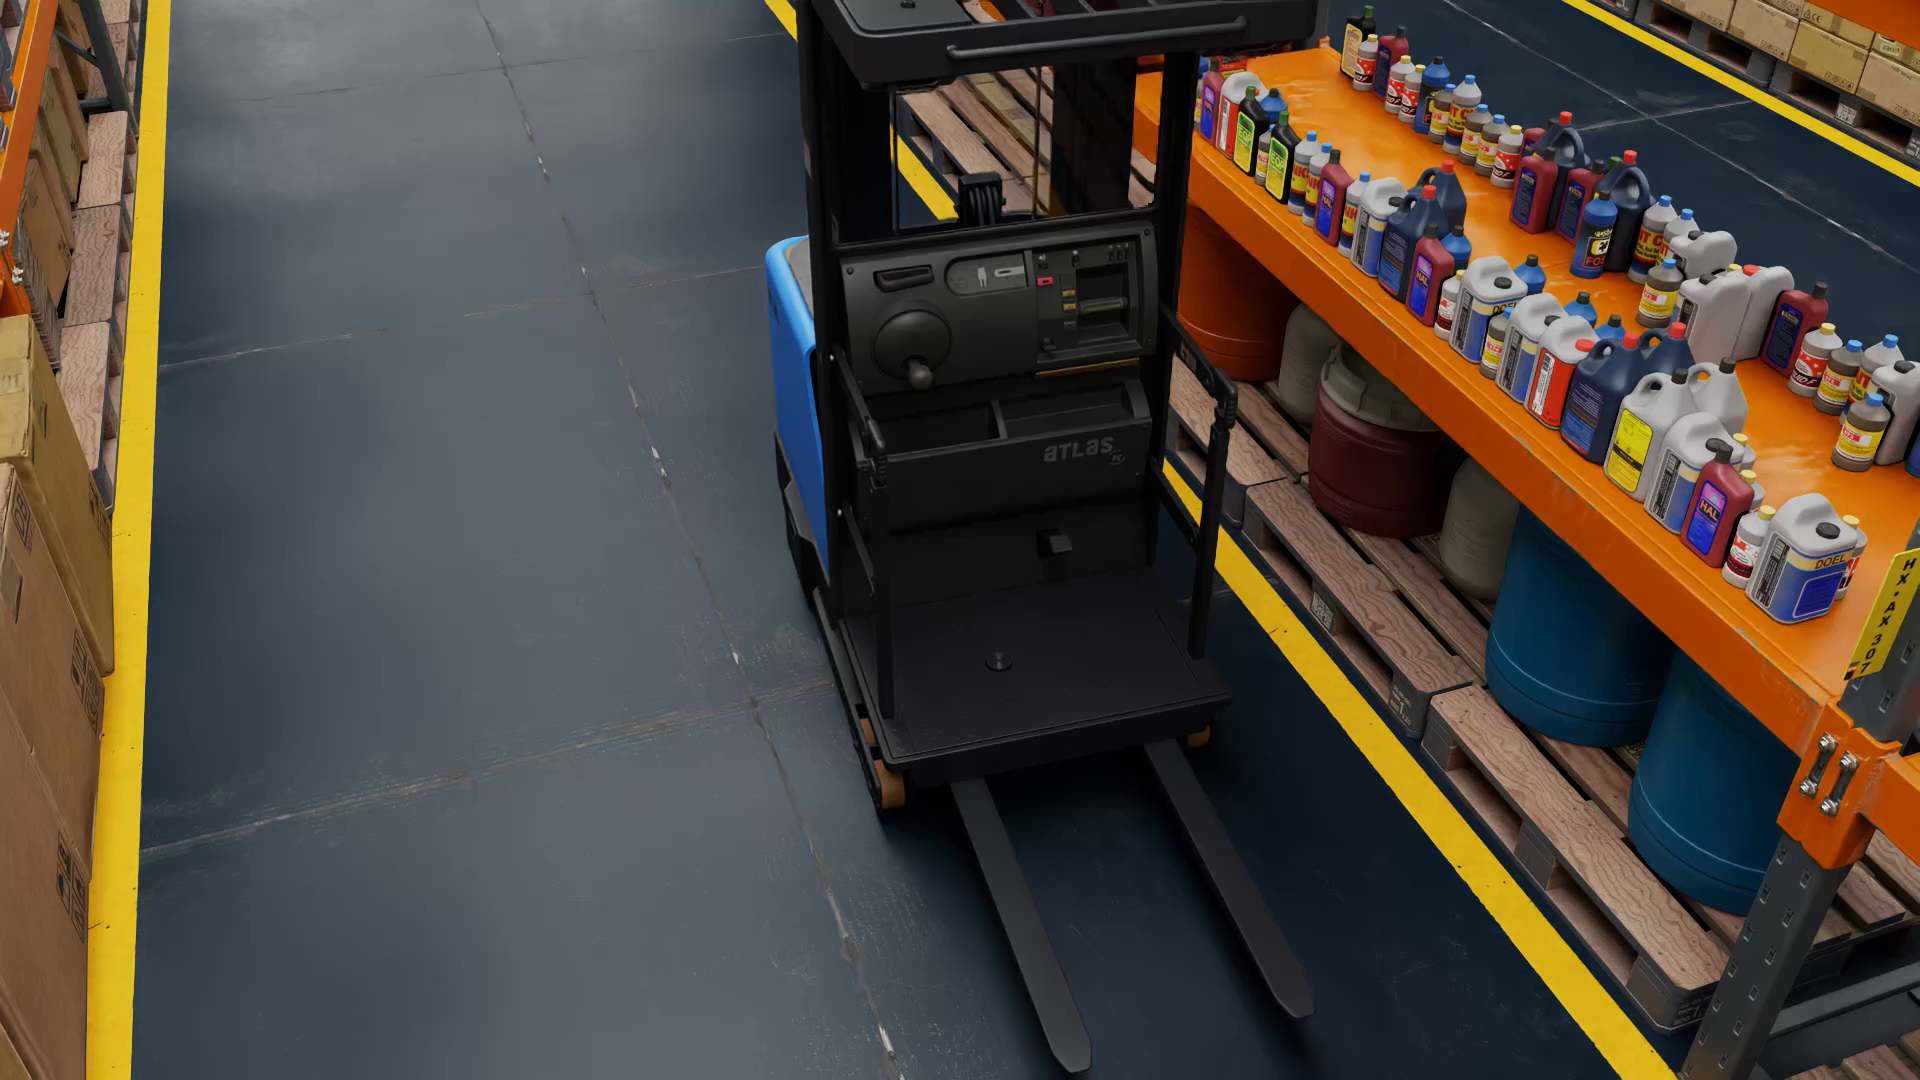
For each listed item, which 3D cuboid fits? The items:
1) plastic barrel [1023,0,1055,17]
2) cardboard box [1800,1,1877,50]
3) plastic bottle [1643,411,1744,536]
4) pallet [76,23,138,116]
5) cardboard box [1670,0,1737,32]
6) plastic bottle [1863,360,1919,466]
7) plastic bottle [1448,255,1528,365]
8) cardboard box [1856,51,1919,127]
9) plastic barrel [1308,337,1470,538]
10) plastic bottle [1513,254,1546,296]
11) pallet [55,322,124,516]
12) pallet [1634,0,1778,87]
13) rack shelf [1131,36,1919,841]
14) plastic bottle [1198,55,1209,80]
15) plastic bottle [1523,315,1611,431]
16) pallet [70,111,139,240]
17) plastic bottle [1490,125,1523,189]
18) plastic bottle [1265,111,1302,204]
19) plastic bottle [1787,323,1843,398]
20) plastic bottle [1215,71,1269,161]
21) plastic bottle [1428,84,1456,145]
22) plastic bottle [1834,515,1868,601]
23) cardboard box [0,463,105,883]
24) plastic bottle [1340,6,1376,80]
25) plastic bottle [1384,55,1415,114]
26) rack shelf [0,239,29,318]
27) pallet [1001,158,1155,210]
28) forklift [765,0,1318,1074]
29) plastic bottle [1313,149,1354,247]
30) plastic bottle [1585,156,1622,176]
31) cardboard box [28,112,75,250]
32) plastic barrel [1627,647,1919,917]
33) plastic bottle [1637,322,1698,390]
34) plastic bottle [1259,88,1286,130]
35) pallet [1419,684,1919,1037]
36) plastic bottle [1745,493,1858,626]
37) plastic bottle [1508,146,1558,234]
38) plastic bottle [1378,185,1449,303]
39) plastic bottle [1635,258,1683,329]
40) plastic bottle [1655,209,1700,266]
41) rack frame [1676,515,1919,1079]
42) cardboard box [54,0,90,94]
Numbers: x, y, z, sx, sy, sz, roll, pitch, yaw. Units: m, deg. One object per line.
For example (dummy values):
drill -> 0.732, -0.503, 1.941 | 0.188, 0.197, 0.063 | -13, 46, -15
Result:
plastic barrel -> 0.553, -2.367, 6.786 | 0.600, 0.536, 0.708 | -12, 39, -16
cardboard box -> 5.053, -2.967, 9.166 | 0.500, 0.311, 0.500 | -13, 39, -17
plastic bottle -> 1.809, -0.166, 4.080 | 0.152, 0.276, 0.135 | -12, 39, -16
pallet -> -5.294, -2.605, 9.533 | 1.003, 0.211, 1.213 | -12, 39, -16
cardboard box -> 4.709, -3.318, 10.098 | 0.500, 0.250, 0.500 | -12, 39, -15
plastic bottle -> 2.446, -0.351, 4.326 | 0.152, 0.276, 0.135 | -12, 39, -16
plastic bottle -> 1.509, -0.658, 4.733 | 0.152, 0.276, 0.135 | -12, 39, -16
cardboard box -> 5.239, -2.453, 8.949 | 0.500, 0.250, 0.500 | -12, 39, -15
plastic barrel -> 1.570, -0.407, 5.952 | 0.600, 0.588, 0.708 | -12, 39, -16
plastic bottle -> 1.620, -0.692, 4.783 | 0.097, 0.271, 0.097 | 0, 37, 0
pallet -> -3.921, -0.415, 6.626 | 1.003, 0.211, 1.213 | -12, 39, -16
pallet -> 4.987, -3.184, 10.301 | 1.003, 0.211, 1.213 | -12, 39, -16
rack shelf -> 1.686, -0.696, 5.279 | 1.077, 0.370, 4.000 | -12, 39, -16
plastic bottle -> 0.857, -1.679, 6.093 | 0.097, 0.271, 0.097 | 0, 37, 0
plastic bottle -> 1.636, -0.451, 4.458 | 0.152, 0.276, 0.135 | -12, 39, -16
pallet -> -4.760, -1.794, 8.456 | 1.003, 0.211, 1.213 | -12, 39, -16
plastic bottle -> 1.874, -1.309, 5.660 | 0.097, 0.201, 0.097 | 0, 37, 0
plastic bottle -> 1.085, -1.278, 5.551 | 0.061, 0.283, 0.133 | -12, 39, -16
plastic bottle -> 2.365, -0.502, 4.589 | 0.097, 0.201, 0.097 | 0, 37, 0
plastic bottle -> 1.002, -1.491, 5.839 | 0.152, 0.276, 0.135 | -12, 39, -16
plastic bottle -> 1.740, -1.529, 5.952 | 0.097, 0.201, 0.097 | 0, 37, 0
plastic bottle -> 2.045, 0.034, 3.877 | 0.097, 0.201, 0.097 | 0, 37, 0
cardboard box -> -3.136, 0.493, 4.520 | 1.225, 0.875, 0.875 | -12, 39, -16
plastic bottle -> 1.537, -1.926, 6.411 | 0.061, 0.283, 0.133 | -12, 39, -16
plastic bottle -> 1.639, -1.694, 6.171 | 0.097, 0.201, 0.097 | 0, 37, 0
rack shelf -> -2.965, 0.330, 3.917 | 1.077, 0.370, 4.000 | -12, 39, -16
pallet -> 0.767, -1.445, 7.993 | 1.003, 0.211, 1.213 | -12, 39, -16
forklift -> 0.184, -0.601, 4.611 | 1.130, 2.935, 3.031 | -10, 38, -12
plastic bottle -> 1.198, -1.093, 5.305 | 0.061, 0.283, 0.133 | -12, 39, -16
plastic bottle -> 2.040, -1.101, 5.315 | 0.061, 0.283, 0.133 | -12, 39, -16
cardboard box -> -4.499, -1.584, 7.571 | 0.700, 0.500, 0.500 | -16, 40, -20
plastic barrel -> 2.203, 0.506, 4.480 | 0.600, 0.901, 0.708 | -12, 39, -16
plastic bottle -> 1.822, -0.419, 4.355 | 0.144, 0.351, 0.185 | -12, 39, -16
plastic bottle -> 1.073, -1.430, 5.763 | 0.097, 0.271, 0.097 | 0, 37, 0
pallet -> 2.148, 0.816, 4.991 | 1.003, 0.211, 1.213 | -12, 39, -16
plastic bottle -> 1.935, 0.040, 3.806 | 0.152, 0.276, 0.135 | -12, 39, -16
plastic bottle -> 1.859, -1.146, 5.376 | 0.061, 0.283, 0.133 | -12, 39, -16
plastic bottle -> 1.371, -0.907, 5.003 | 0.144, 0.351, 0.185 | -12, 39, -16
plastic bottle -> 2.063, -0.732, 4.894 | 0.097, 0.201, 0.097 | 0, 37, 0
plastic bottle -> 2.160, -0.868, 5.016 | 0.097, 0.271, 0.097 | 0, 37, 0
rack frame -> 2.374, 0.147, 3.562 | 1.000, 3.000, 0.127 | -12, 39, -16
cardboard box -> -5.130, -2.751, 9.137 | 0.500, 0.500, 0.500 | -14, 39, -17
